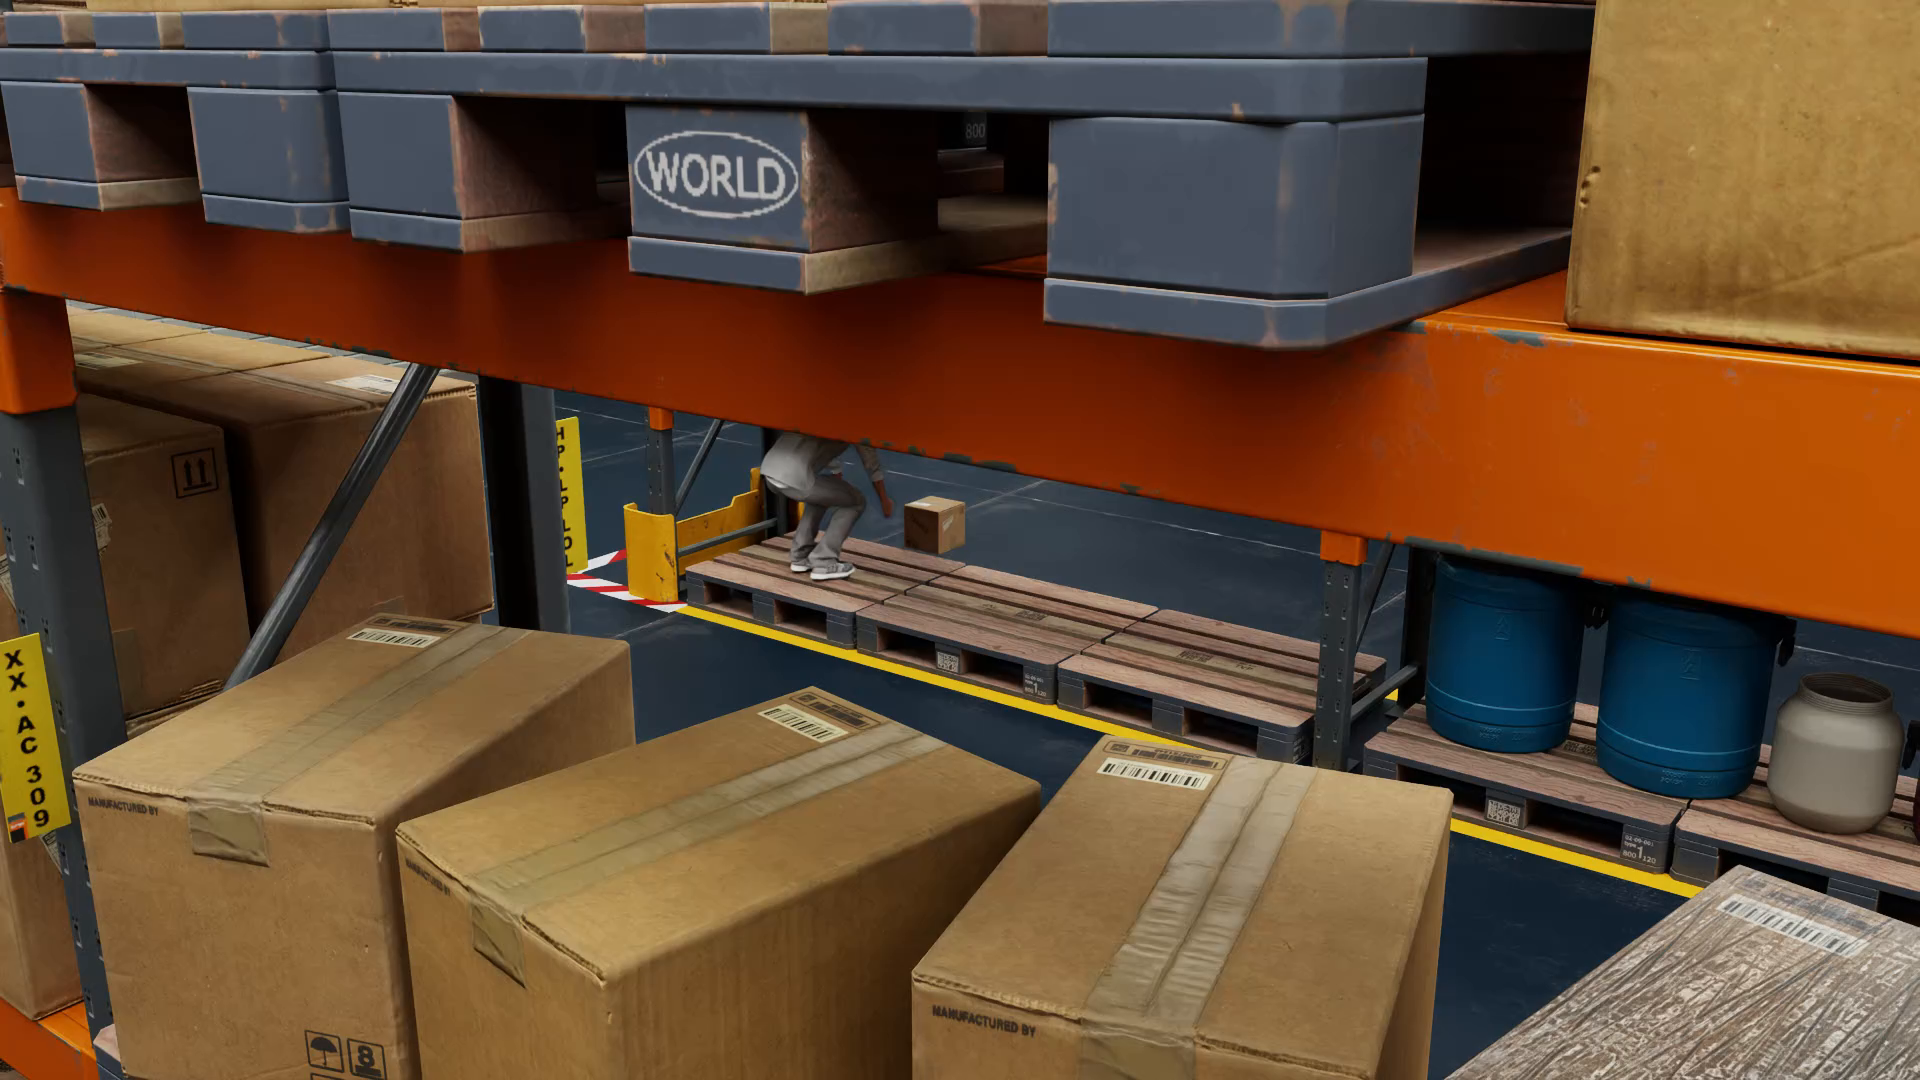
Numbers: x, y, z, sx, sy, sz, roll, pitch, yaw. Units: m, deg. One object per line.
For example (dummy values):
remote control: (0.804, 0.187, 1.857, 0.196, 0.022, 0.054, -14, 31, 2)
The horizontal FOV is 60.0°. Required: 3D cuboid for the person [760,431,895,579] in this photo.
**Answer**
person: (-0.734, -0.335, 8.907, 0.765, 1.044, 0.454, -14, 22, -39)
